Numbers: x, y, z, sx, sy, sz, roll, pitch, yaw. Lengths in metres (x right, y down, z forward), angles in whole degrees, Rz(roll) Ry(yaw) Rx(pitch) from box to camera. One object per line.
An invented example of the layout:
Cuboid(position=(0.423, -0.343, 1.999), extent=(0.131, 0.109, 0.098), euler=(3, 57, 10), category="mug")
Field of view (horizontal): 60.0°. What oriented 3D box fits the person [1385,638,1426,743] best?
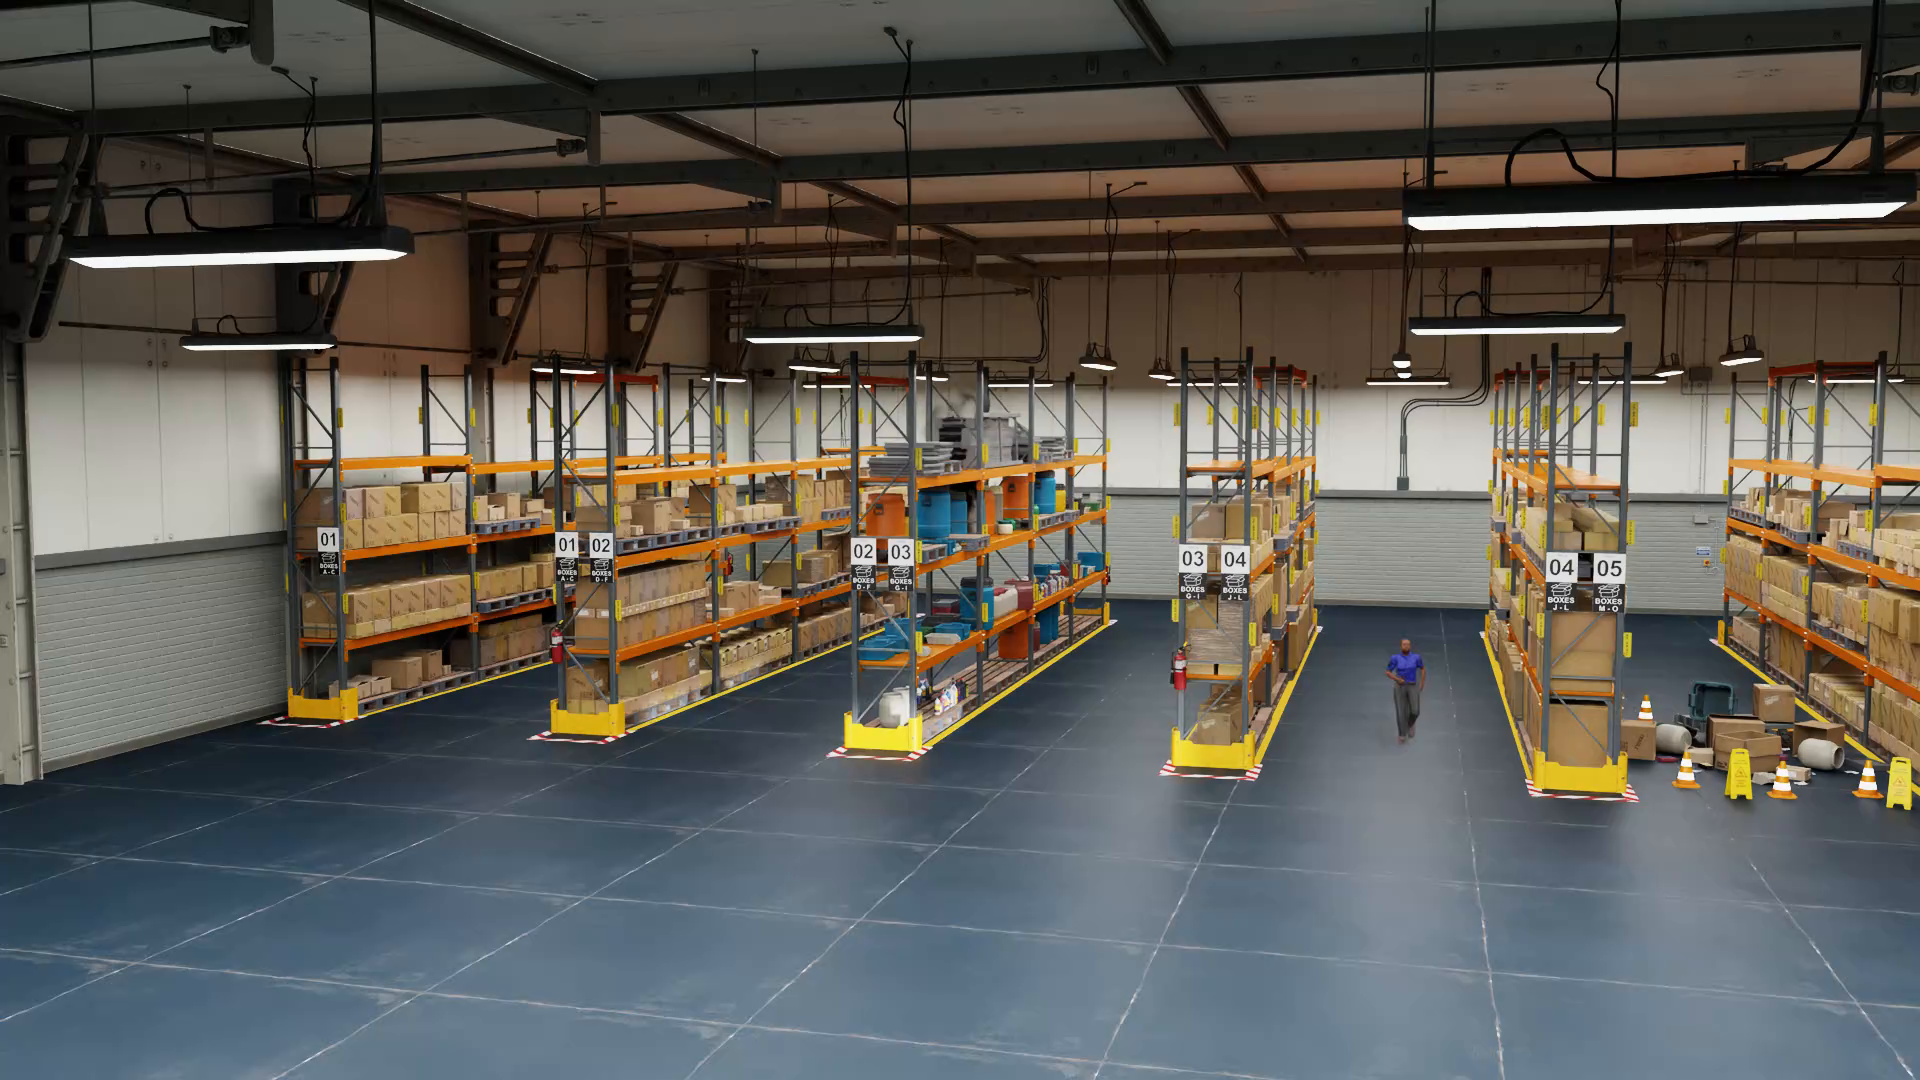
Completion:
Cuboid(position=(6.858, 2.322, 25.543), extent=(0.624, 1.613, 0.537), euler=(0, 4, 6), category="person")
